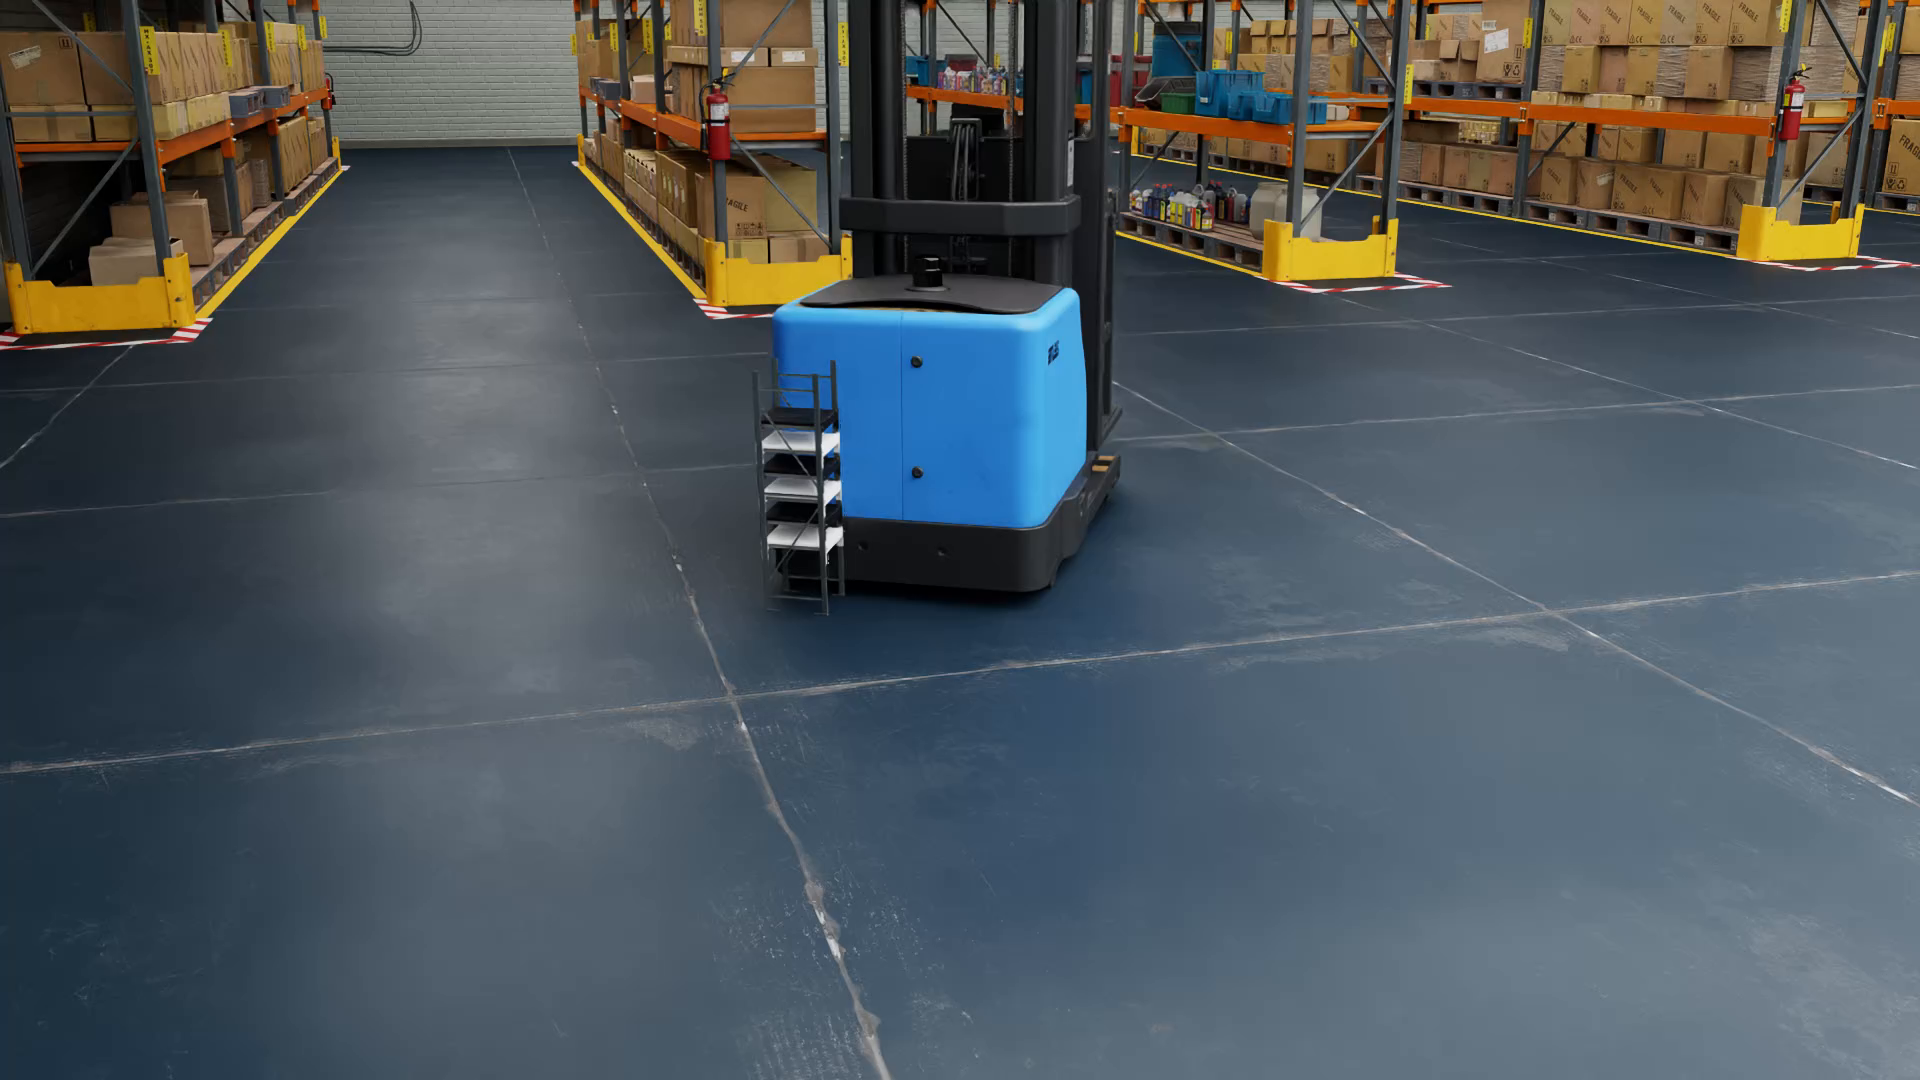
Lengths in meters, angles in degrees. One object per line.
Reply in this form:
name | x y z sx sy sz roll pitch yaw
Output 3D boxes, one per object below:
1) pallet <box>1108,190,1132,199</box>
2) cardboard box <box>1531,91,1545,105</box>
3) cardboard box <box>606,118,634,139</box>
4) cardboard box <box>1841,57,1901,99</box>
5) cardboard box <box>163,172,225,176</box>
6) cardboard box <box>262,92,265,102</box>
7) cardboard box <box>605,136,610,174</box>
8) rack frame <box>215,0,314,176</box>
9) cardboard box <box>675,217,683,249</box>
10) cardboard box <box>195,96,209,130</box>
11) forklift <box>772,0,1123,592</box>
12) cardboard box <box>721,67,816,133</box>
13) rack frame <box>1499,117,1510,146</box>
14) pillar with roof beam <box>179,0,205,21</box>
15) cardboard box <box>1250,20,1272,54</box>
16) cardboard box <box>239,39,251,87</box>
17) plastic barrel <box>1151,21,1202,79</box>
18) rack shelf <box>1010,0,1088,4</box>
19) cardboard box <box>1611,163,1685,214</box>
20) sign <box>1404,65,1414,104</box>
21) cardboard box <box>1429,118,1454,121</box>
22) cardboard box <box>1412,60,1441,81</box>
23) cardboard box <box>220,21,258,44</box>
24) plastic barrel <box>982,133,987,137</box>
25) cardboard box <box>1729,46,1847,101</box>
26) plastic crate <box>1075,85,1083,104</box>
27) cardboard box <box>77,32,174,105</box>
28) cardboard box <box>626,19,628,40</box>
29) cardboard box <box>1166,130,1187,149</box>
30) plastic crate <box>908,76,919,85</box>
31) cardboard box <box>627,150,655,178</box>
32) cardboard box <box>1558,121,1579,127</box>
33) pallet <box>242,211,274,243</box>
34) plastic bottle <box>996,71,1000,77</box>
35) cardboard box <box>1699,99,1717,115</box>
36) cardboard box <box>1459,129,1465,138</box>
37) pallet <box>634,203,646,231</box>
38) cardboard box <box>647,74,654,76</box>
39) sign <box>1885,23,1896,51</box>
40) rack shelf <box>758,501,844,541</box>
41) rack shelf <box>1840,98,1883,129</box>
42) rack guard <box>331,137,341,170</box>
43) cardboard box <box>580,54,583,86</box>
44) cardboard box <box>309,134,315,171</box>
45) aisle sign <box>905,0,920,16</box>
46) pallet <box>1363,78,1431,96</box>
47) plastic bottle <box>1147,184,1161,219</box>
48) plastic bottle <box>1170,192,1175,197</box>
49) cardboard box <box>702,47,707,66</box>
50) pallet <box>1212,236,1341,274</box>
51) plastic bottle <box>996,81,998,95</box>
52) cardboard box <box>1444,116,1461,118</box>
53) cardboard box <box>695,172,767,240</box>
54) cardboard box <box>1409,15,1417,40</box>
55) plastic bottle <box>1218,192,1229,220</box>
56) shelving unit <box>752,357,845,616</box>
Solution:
pallet | 1.634 -4.077 20.158 1.003 0.211 1.213 -5 17 -15
cardboard box | 6.758 -5.048 18.981 0.380 0.149 0.250 -5 17 -15
cardboard box | -4.563 -5.626 22.743 0.500 0.250 0.500 -5 17 -15
cardboard box | 11.385 -5.787 20.831 0.500 0.500 0.500 -5 17 -16
cardboard box | -7.708 -3.432 16.744 0.700 0.500 0.500 -5 17 -16
cardboard box | -8.267 -5.182 19.392 0.380 0.149 0.250 -5 17 -16
cardboard box | -4.680 -5.397 23.284 0.500 0.500 0.500 -4 17 -14
rack frame | -9.498 -6.290 22.678 1.000 3.000 0.127 -5 17 -15
cardboard box | -2.294 -2.787 15.064 0.500 0.250 0.500 -5 17 -15
cardboard box | -6.457 -3.492 13.591 0.500 0.250 0.500 -5 17 -15
forklift | 0.131 -1.597 7.172 1.130 2.935 3.031 4 17 13
cardboard box | -1.554 -3.541 13.354 0.700 0.500 0.500 -5 17 -15
rack frame | 9.587 -7.829 27.802 1.000 3.000 0.127 -5 17 -15
pillar with roof beam | -6.383 -9.629 23.365 9.100 9.000 0.400 -5 17 -15
cardboard box | 4.973 -7.817 25.844 0.797 0.503 0.637 -5 17 -17
cardboard box | -8.080 -5.161 17.979 0.700 0.500 0.500 -6 18 -20
plastic barrel | 2.411 -5.231 18.282 0.600 0.901 0.708 -5 17 -15
rack shelf | 1.676 -6.506 19.432 1.077 0.370 4.000 -5 17 -15
cardboard box | 7.471 -3.819 18.066 0.500 0.500 0.500 -6 18 -20
sign | 3.855 -3.929 14.336 0.100 0.325 0.005 -5 17 -15
cardboard box | 8.685 -7.522 29.970 0.380 0.149 0.250 -4 17 -14
cardboard box | 6.129 -6.006 21.263 0.500 0.250 0.500 -5 17 -17
cardboard box | -8.284 -5.897 19.339 0.500 0.250 0.500 -4 17 -14
plastic barrel | 0.425 -5.572 23.882 0.421 0.512 0.421 0 17 0
cardboard box | 7.963 -4.490 15.995 0.875 0.500 0.500 -5 17 -15
plastic crate | 1.476 -5.218 19.479 0.450 0.188 0.662 -5 17 -15
cardboard box | -6.042 -3.423 12.057 0.500 0.500 0.500 -5 17 -15
cardboard box | -4.737 -7.505 24.810 0.500 0.500 0.500 -5 18 -17
cardboard box | 4.193 -7.332 29.112 0.875 0.875 0.875 -5 17 -15
plastic crate | -0.538 -7.259 26.276 0.437 0.125 0.590 -5 17 -15
cardboard box | -3.623 -4.416 19.515 0.500 0.311 0.500 -5 17 -17
cardboard box | 9.820 -6.678 26.282 0.500 0.250 0.500 -4 17 -13
pallet | -7.854 -3.295 17.554 1.003 0.211 1.213 -5 17 -15
plastic bottle | 0.571 -6.673 24.175 0.097 0.271 0.097 0 17 0
cardboard box | 7.571 -4.292 16.465 0.380 0.149 0.250 -5 17 -15
cardboard box | 8.954 -7.162 29.289 0.380 0.149 0.250 -4 17 -14
pallet | -3.116 -3.673 18.813 1.003 0.211 1.213 -5 17 -15
cardboard box | -3.579 -5.430 19.968 0.500 0.311 0.500 -4 17 -12
sign | 11.266 -6.087 20.128 0.100 0.325 0.005 -5 17 -15
rack shelf | -0.576 -0.074 6.044 0.258 0.077 0.200 4 20 13
rack shelf | 11.235 -5.825 22.380 1.077 0.370 4.000 -5 17 -15
rack guard | -10.604 -6.206 26.743 1.175 0.500 0.348 -5 17 -15
cardboard box | -5.820 -7.551 26.703 0.500 0.500 0.500 -5 17 -16
cardboard box | -9.605 -5.509 23.693 0.700 0.500 0.500 -4 17 -15
aisle sign | -0.810 -9.468 28.738 0.394 0.787 0.004 -5 17 -15
pallet | 6.187 -6.078 22.305 1.213 0.211 1.003 -5 17 -15
plastic bottle | 2.049 -3.546 17.384 0.144 0.351 0.185 -4 17 -14
plastic bottle | 2.205 -3.478 17.294 0.097 0.271 0.097 0 17 0
cardboard box | -1.937 -4.025 13.837 0.380 0.149 0.250 -4 17 -15
pallet | 3.041 -2.661 15.444 1.003 0.211 1.213 -5 17 -15
plastic bottle | 0.528 -6.047 22.214 0.097 0.201 0.097 0 17 0
cardboard box | 9.094 -7.717 30.622 0.380 0.149 0.250 -5 18 -17
cardboard box | -1.872 -2.732 13.578 0.500 0.500 0.500 -5 17 -15
cardboard box | 8.500 -9.320 30.338 0.500 0.500 0.500 -4 17 -14
plastic bottle | 2.730 -3.457 17.204 0.061 0.283 0.133 -5 17 -15
shelving unit | -0.577 -0.190 6.003 0.258 0.900 0.210 4 20 13
